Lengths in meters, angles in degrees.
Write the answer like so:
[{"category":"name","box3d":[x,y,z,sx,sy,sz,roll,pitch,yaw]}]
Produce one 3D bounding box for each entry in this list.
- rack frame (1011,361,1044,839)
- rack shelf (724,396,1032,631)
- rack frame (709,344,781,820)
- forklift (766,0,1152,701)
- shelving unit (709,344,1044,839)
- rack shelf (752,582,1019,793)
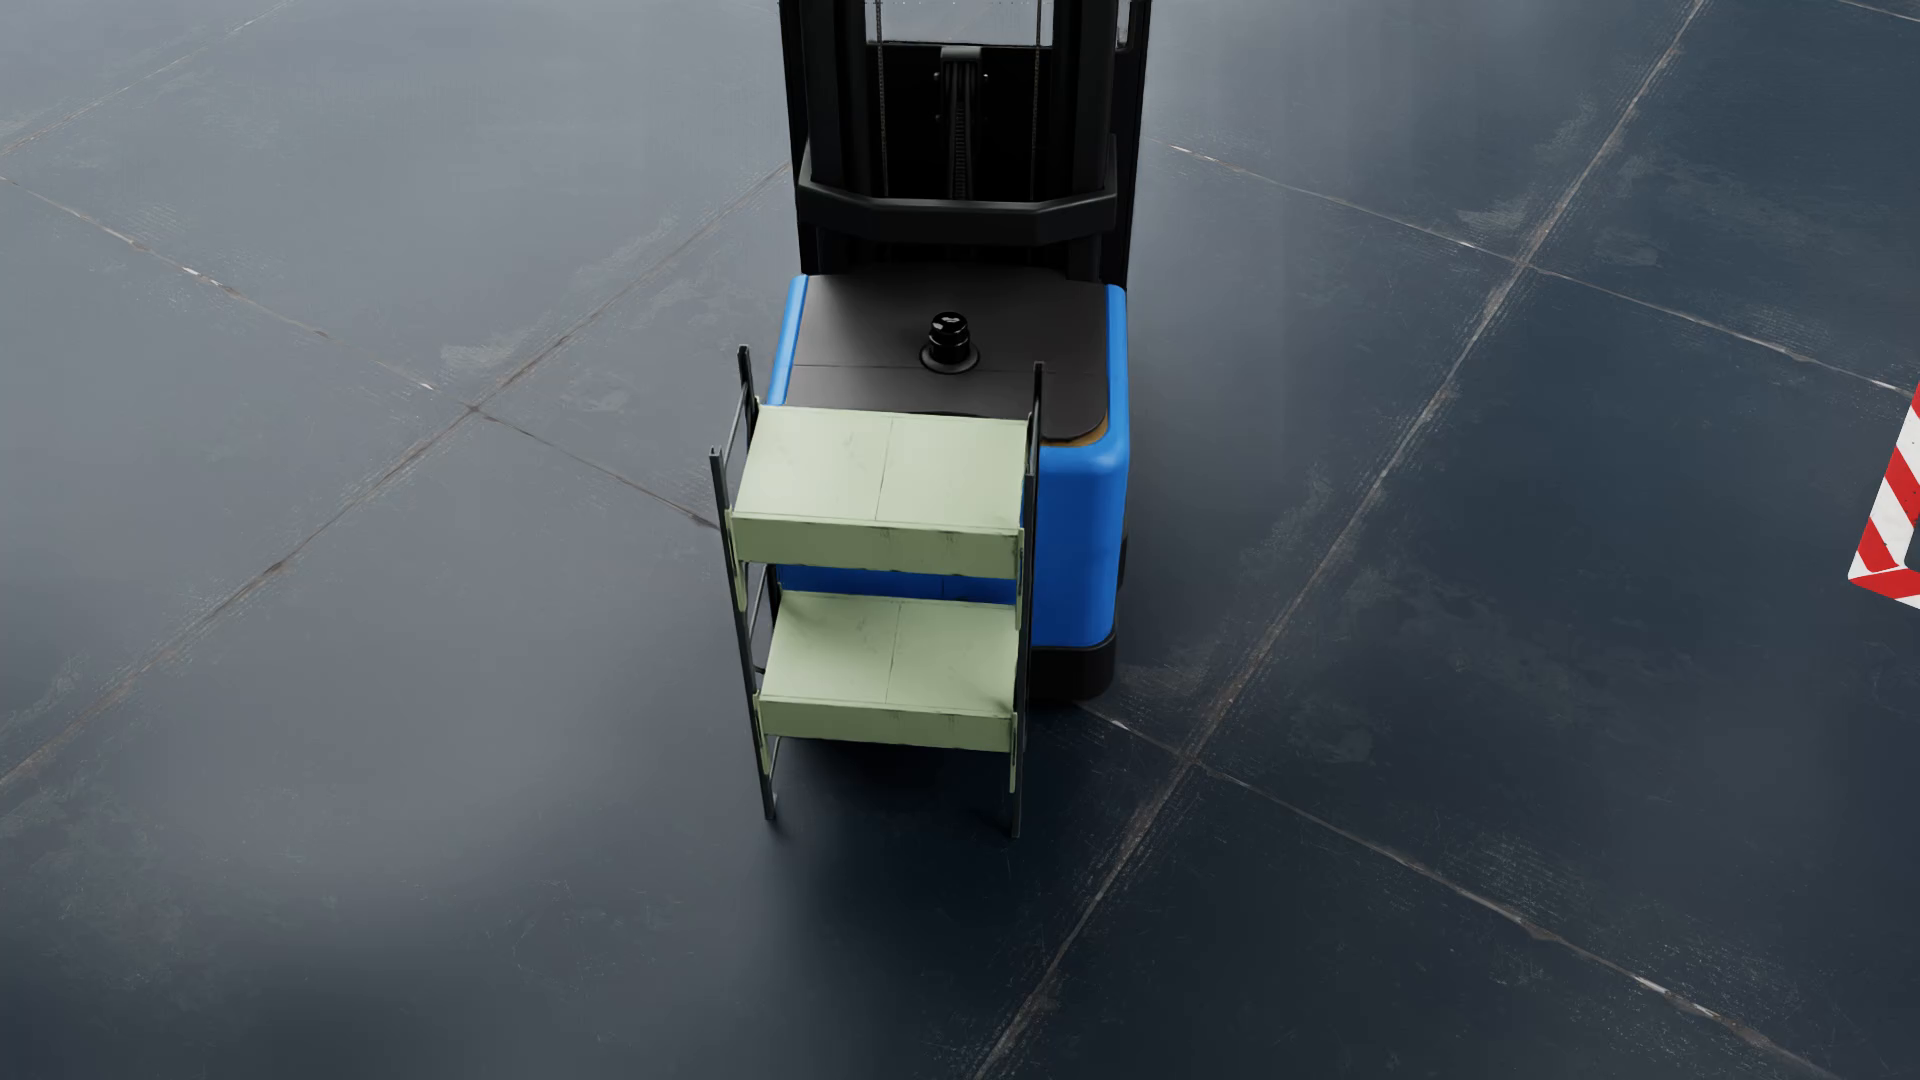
[{"category":"rack frame","box3d":[0.178,0.220,4.484,0.023,1.500,0.400,4,47,4]},{"category":"rack shelf","box3d":[-0.187,-0.070,4.222,0.720,0.370,0.431,4,47,4]},{"category":"rack frame","box3d":[-0.551,0.173,4.530,0.023,1.500,0.400,4,47,4]},{"category":"forklift","box3d":[0.027,-1.572,5.234,1.130,2.935,3.031,2,46,2]},{"category":"shelving unit","box3d":[-0.186,0.197,4.507,0.755,1.500,0.431,4,47,4]},{"category":"rack shelf","box3d":[-0.186,0.420,4.745,0.720,0.370,0.431,4,47,4]}]
